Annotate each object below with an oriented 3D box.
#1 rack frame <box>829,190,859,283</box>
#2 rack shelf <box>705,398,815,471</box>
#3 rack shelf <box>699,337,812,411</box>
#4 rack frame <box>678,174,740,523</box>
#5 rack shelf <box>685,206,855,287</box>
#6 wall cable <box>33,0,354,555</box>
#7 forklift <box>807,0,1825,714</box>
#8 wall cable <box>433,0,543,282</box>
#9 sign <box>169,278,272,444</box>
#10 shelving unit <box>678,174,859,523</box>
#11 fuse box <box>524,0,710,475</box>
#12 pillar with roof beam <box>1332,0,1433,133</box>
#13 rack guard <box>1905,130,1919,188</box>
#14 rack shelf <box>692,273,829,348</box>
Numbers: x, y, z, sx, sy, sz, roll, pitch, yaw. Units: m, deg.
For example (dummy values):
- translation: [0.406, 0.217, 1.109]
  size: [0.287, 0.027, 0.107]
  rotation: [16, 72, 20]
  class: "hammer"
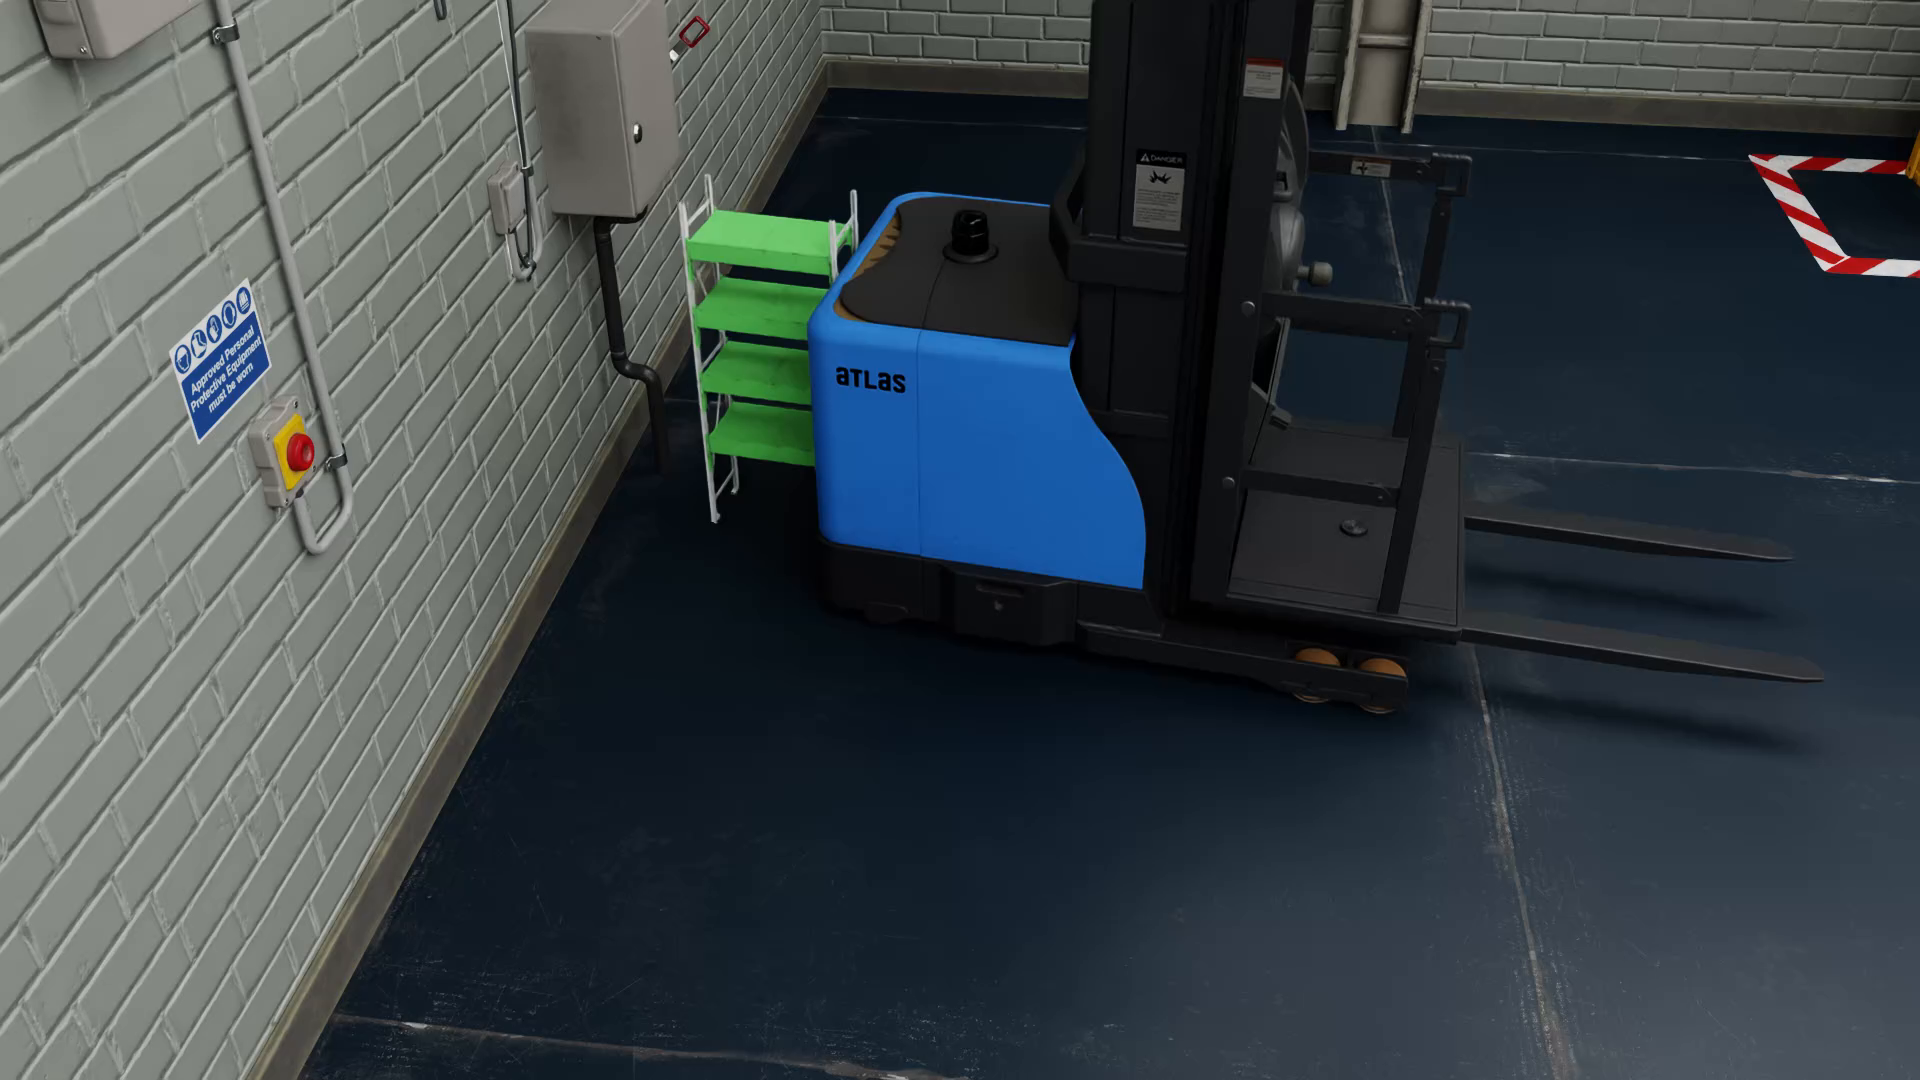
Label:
- translation: [-0.362, -0.545, 5.481]
  size: [0.015, 1.200, 0.240]
  rotation: [8, 36, 12]
  class: "rack frame"
- translation: [-0.598, -0.333, 5.706]
  size: [0.480, 0.148, 0.258]
  rotation: [8, 36, 12]
  class: "rack shelf"
- translation: [-0.598, -0.528, 5.567]
  size: [0.480, 0.148, 0.258]
  rotation: [8, 36, 12]
  class: "rack shelf"
- translation: [-0.834, -0.615, 5.579]
  size: [0.015, 1.200, 0.240]
  rotation: [8, 36, 12]
  class: "rack frame"
- translation: [-0.598, -0.919, 5.288]
  size: [0.480, 0.148, 0.258]
  rotation: [8, 36, 12]
  class: "rack shelf"
- translation: [-1.467, -0.715, 3.269]
  size: [0.123, 1.953, 0.585]
  rotation: [4, 36, 6]
  class: "wall cable"
- translation: [1.113, -1.012, 4.646]
  size: [3.031, 2.935, 1.130]
  rotation: [8, 36, 12]
  class: "forklift"
- translation: [-1.298, -1.521, 4.424]
  size: [0.122, 1.984, 0.588]
  rotation: [4, 36, 6]
  class: "wall cable"
- translation: [-1.534, -0.376, 3.462]
  size: [0.001, 0.218, 0.327]
  rotation: [4, 36, 6]
  class: "sign"
- translation: [-0.598, -0.580, 5.530]
  size: [0.503, 1.200, 0.258]
  rotation: [8, 36, 12]
  class: "shelving unit"
- translation: [-1.055, -0.964, 5.628]
  size: [0.414, 1.711, 0.539]
  rotation: [4, 36, 6]
  class: "fuse box"
- translation: [1.649, -3.426, 2.804]
  size: [0.400, 9.000, 9.100]
  rotation: [4, 36, 6]
  class: "pillar with roof beam"
- translation: [4.833, -1.723, 7.733]
  size: [0.348, 0.500, 1.175]
  rotation: [4, 36, 6]
  class: "rack guard"
- translation: [-0.598, -0.723, 5.427]
  size: [0.480, 0.148, 0.258]
  rotation: [8, 36, 12]
  class: "rack shelf"
